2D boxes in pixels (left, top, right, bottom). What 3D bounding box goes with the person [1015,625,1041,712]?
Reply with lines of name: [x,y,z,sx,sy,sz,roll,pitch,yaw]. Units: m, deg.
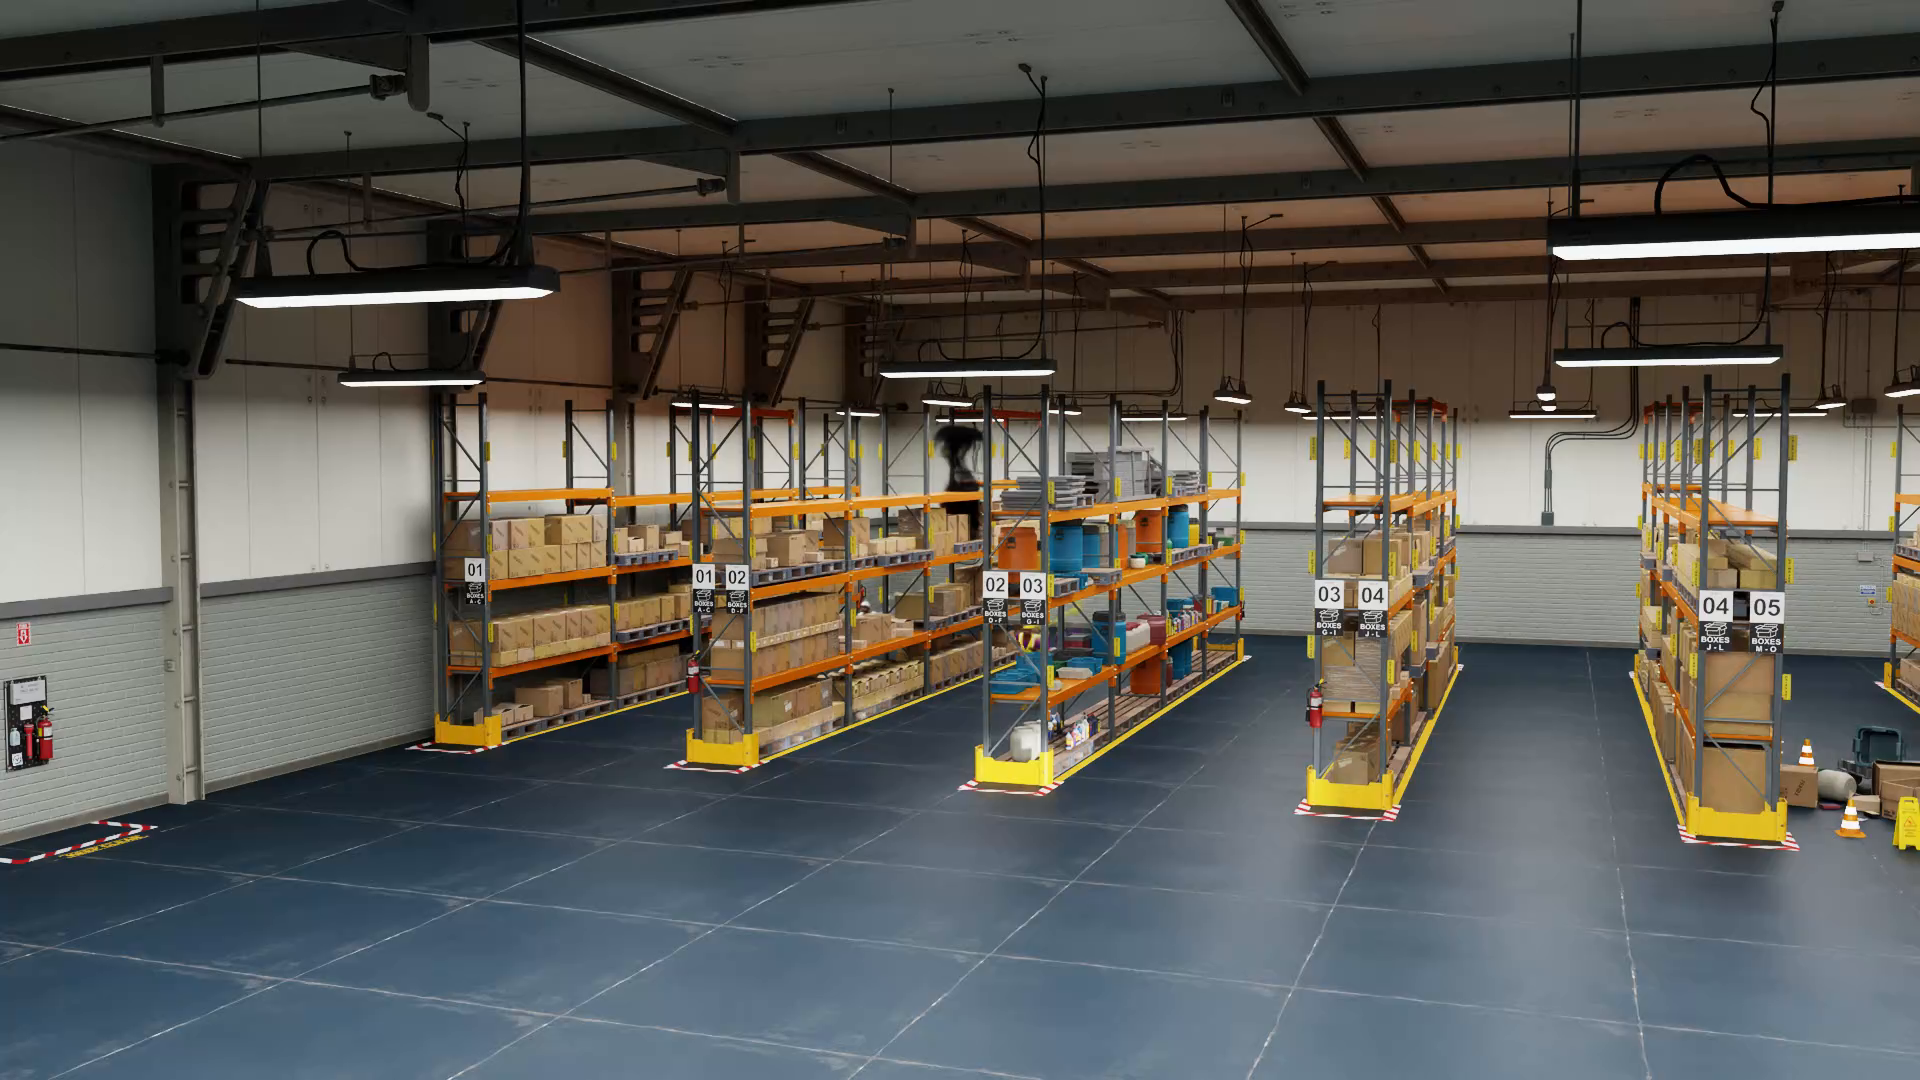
person: [1.365,2.432,32.153,0.686,1.750,0.940,1,3,16]

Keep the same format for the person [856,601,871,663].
person: [-2.007,2.207,35.993,0.691,1.781,0.930,1,3,17]
